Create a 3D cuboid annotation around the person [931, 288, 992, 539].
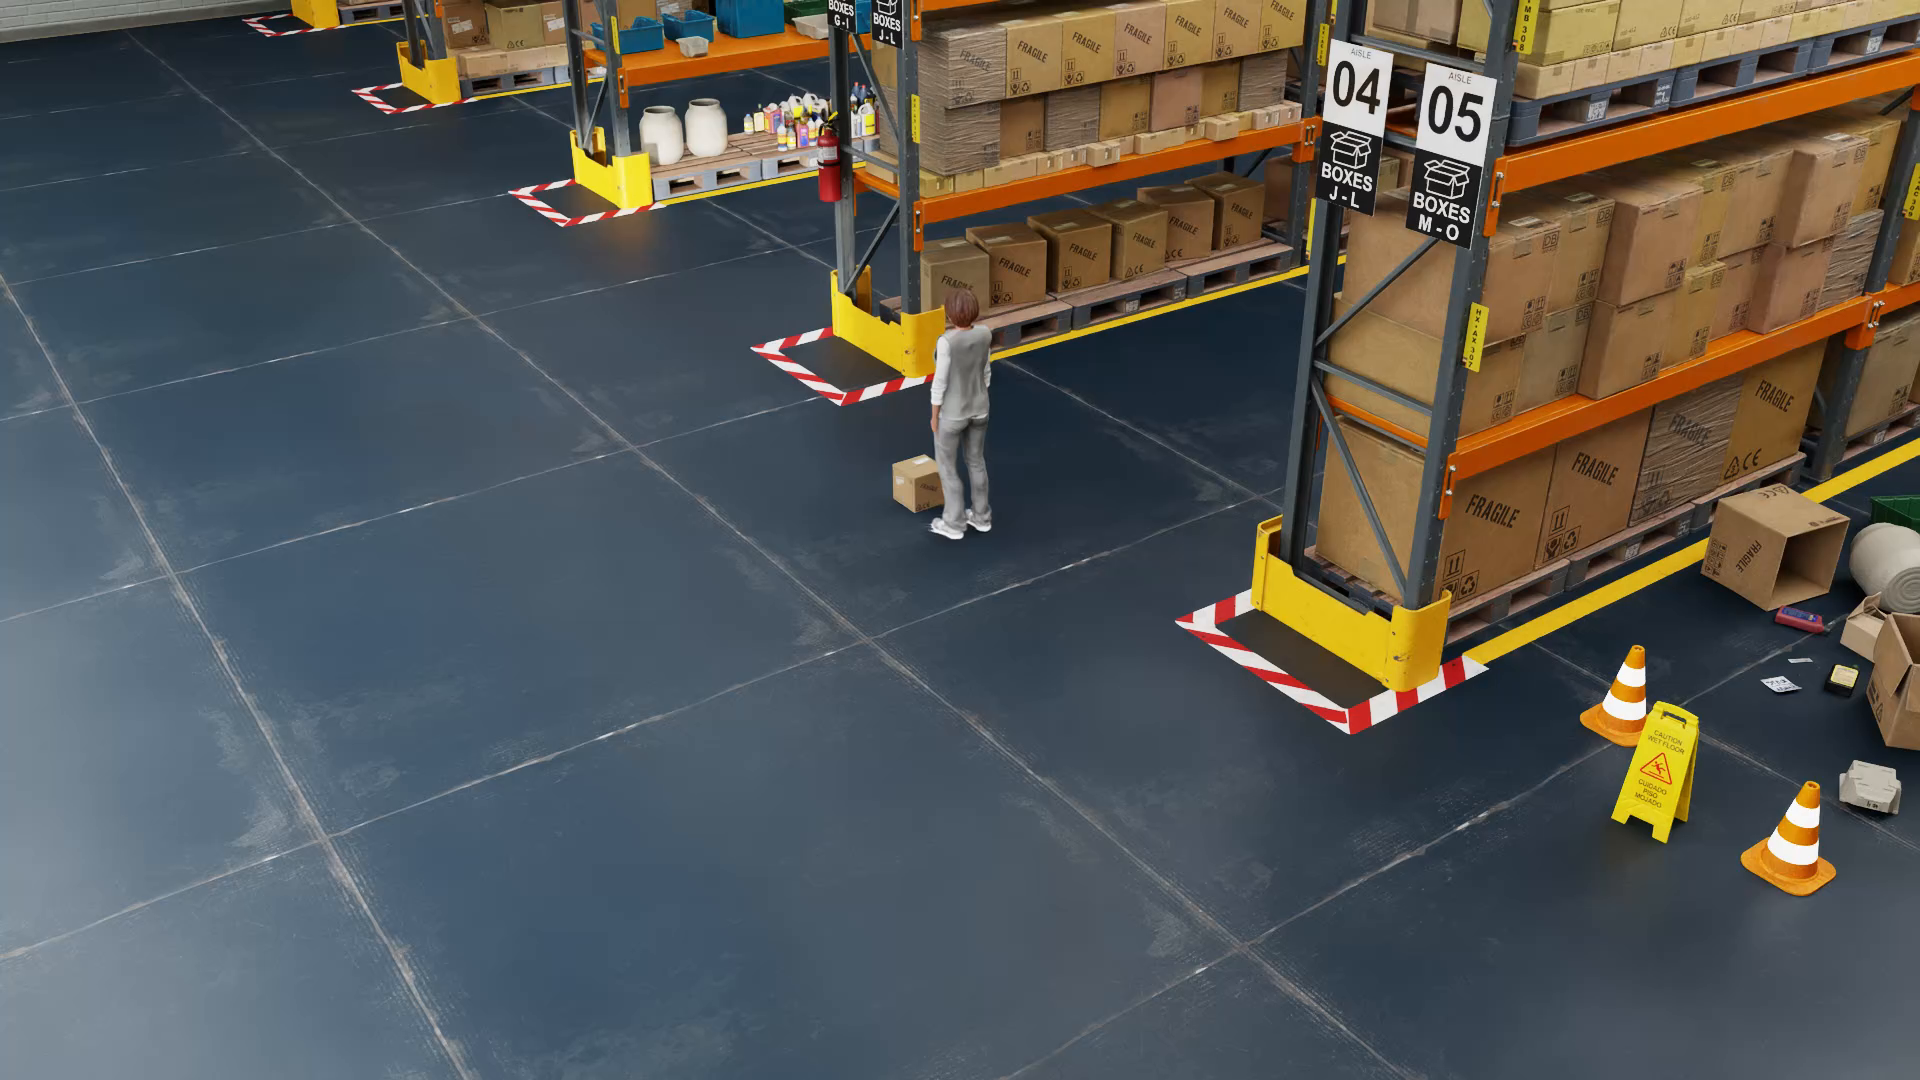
[{"bbox_3d":[0.000,-0.758,10.006,0.406,1.596,0.310,-18,34,-29],"label":"person"}]
